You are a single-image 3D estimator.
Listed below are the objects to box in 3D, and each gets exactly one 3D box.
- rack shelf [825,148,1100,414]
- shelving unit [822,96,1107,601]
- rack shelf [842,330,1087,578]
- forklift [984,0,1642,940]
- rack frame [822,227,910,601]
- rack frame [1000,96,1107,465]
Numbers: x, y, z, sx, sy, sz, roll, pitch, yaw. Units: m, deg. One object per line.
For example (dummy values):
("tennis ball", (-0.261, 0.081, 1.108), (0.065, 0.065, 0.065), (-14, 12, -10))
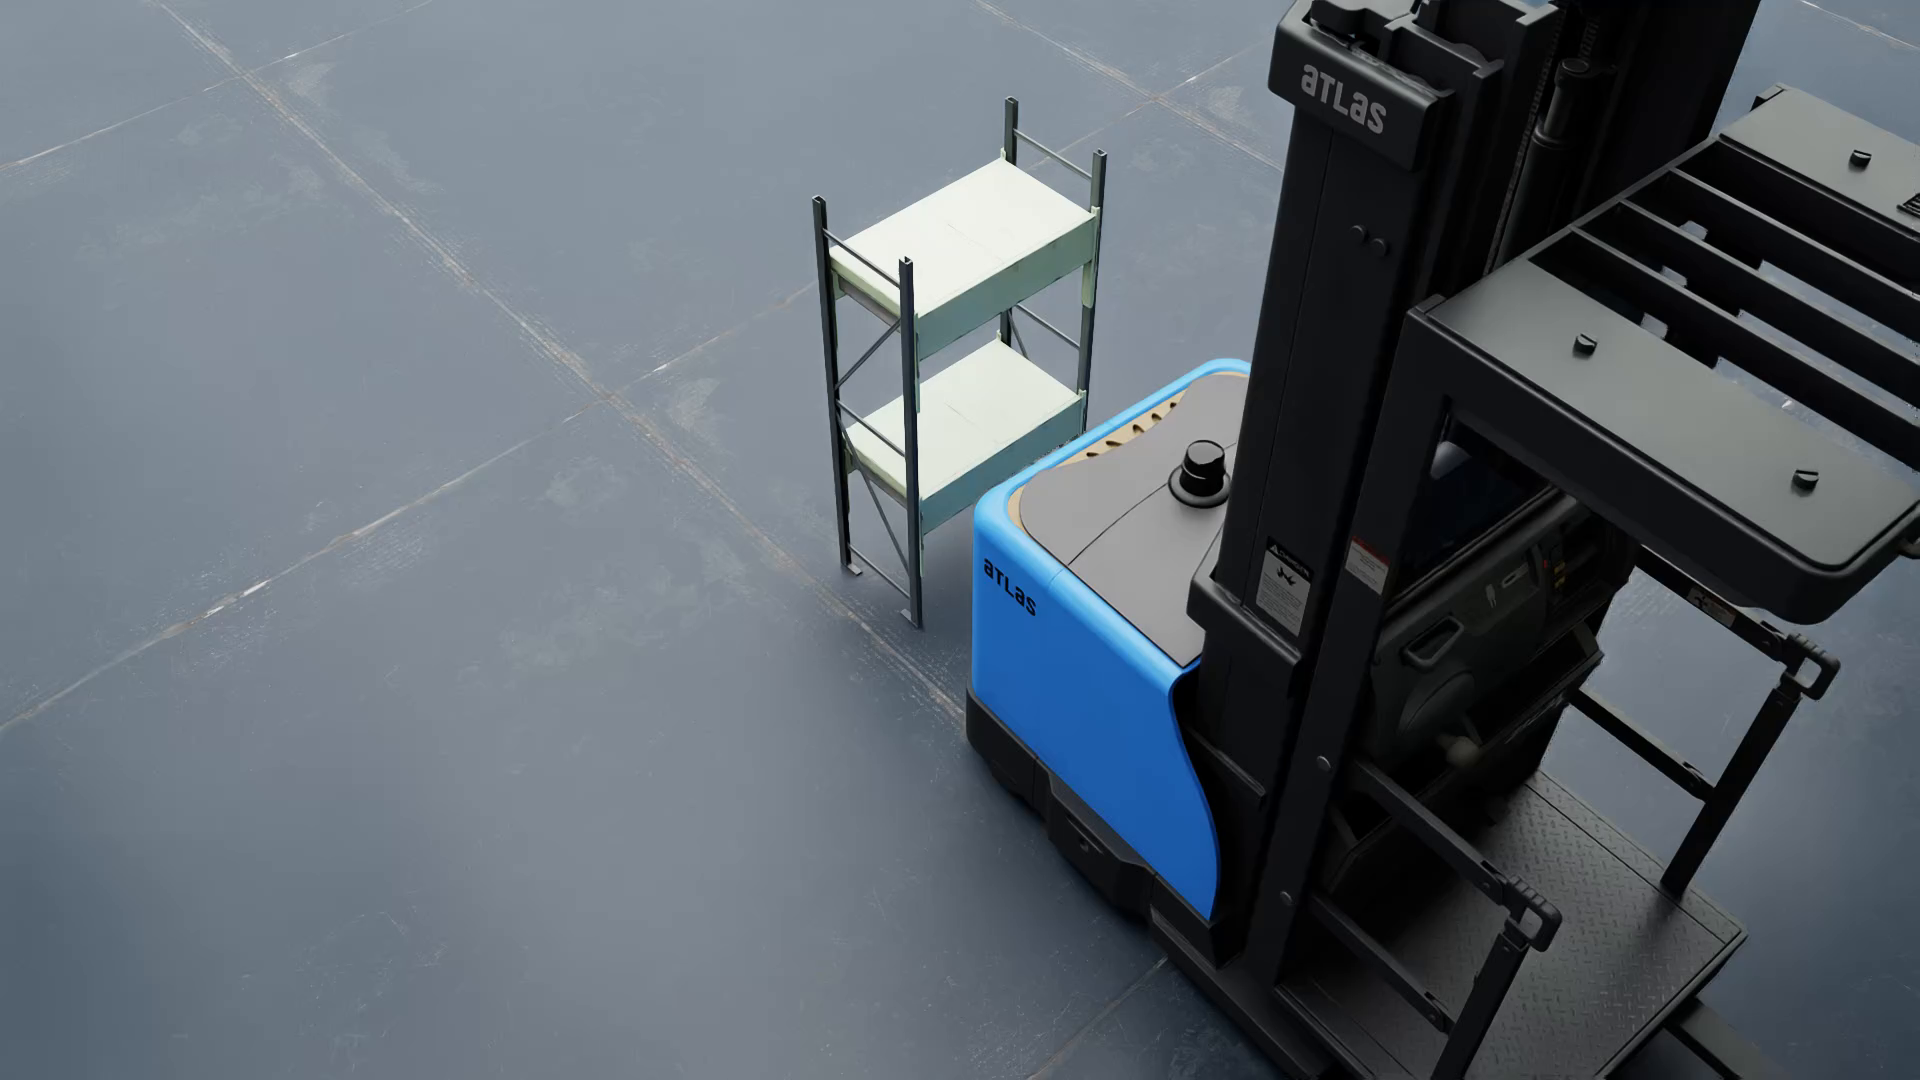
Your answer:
("rack shelf", (0.005, -0.777, 4.915), (0.720, 0.370, 0.431), (-34, 56, -27))
("shelving unit", (0.007, -0.514, 5.203), (0.748, 1.500, 0.431), (-34, 56, -27))
("rack shelf", (0.005, -0.291, 5.441), (0.720, 0.370, 0.431), (-34, 56, -27))
("forklift", (-9.713, -3.275, 6.821), (12.119, 2.867, 22.305), (-31, 54, -25))
("rack frame", (-0.267, -0.332, 5.036), (0.010, 1.308, 0.380), (-34, 56, -27))
("rack frame", (0.276, -0.693, 5.369), (0.023, 1.500, 0.400), (-34, 56, -27))
